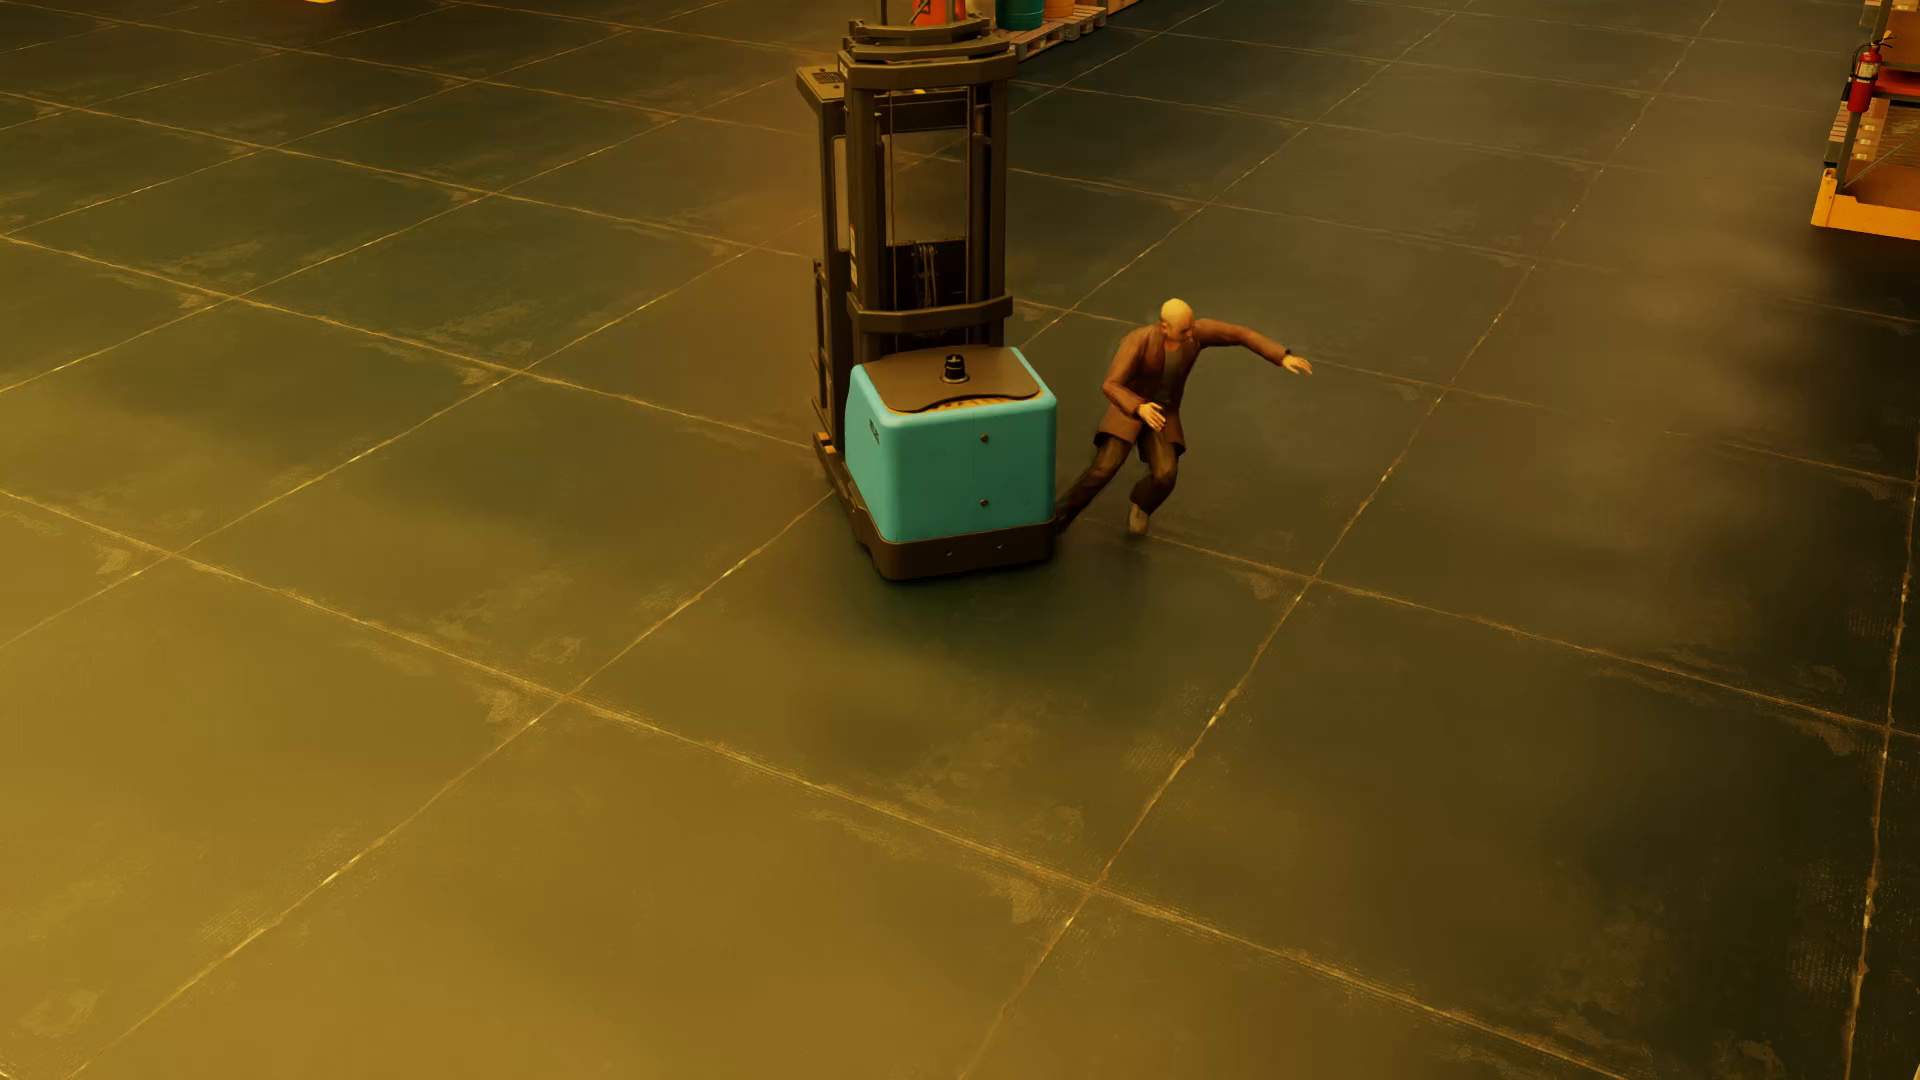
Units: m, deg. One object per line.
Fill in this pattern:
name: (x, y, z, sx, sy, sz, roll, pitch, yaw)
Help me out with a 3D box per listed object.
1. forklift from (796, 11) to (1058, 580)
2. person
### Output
forklift: (-0.335, -1.764, 10.127, 1.130, 2.935, 3.031, -8, 31, -14)
person: (1.156, -0.686, 9.699, 1.617, 1.498, 0.804, -9, 31, -15)
